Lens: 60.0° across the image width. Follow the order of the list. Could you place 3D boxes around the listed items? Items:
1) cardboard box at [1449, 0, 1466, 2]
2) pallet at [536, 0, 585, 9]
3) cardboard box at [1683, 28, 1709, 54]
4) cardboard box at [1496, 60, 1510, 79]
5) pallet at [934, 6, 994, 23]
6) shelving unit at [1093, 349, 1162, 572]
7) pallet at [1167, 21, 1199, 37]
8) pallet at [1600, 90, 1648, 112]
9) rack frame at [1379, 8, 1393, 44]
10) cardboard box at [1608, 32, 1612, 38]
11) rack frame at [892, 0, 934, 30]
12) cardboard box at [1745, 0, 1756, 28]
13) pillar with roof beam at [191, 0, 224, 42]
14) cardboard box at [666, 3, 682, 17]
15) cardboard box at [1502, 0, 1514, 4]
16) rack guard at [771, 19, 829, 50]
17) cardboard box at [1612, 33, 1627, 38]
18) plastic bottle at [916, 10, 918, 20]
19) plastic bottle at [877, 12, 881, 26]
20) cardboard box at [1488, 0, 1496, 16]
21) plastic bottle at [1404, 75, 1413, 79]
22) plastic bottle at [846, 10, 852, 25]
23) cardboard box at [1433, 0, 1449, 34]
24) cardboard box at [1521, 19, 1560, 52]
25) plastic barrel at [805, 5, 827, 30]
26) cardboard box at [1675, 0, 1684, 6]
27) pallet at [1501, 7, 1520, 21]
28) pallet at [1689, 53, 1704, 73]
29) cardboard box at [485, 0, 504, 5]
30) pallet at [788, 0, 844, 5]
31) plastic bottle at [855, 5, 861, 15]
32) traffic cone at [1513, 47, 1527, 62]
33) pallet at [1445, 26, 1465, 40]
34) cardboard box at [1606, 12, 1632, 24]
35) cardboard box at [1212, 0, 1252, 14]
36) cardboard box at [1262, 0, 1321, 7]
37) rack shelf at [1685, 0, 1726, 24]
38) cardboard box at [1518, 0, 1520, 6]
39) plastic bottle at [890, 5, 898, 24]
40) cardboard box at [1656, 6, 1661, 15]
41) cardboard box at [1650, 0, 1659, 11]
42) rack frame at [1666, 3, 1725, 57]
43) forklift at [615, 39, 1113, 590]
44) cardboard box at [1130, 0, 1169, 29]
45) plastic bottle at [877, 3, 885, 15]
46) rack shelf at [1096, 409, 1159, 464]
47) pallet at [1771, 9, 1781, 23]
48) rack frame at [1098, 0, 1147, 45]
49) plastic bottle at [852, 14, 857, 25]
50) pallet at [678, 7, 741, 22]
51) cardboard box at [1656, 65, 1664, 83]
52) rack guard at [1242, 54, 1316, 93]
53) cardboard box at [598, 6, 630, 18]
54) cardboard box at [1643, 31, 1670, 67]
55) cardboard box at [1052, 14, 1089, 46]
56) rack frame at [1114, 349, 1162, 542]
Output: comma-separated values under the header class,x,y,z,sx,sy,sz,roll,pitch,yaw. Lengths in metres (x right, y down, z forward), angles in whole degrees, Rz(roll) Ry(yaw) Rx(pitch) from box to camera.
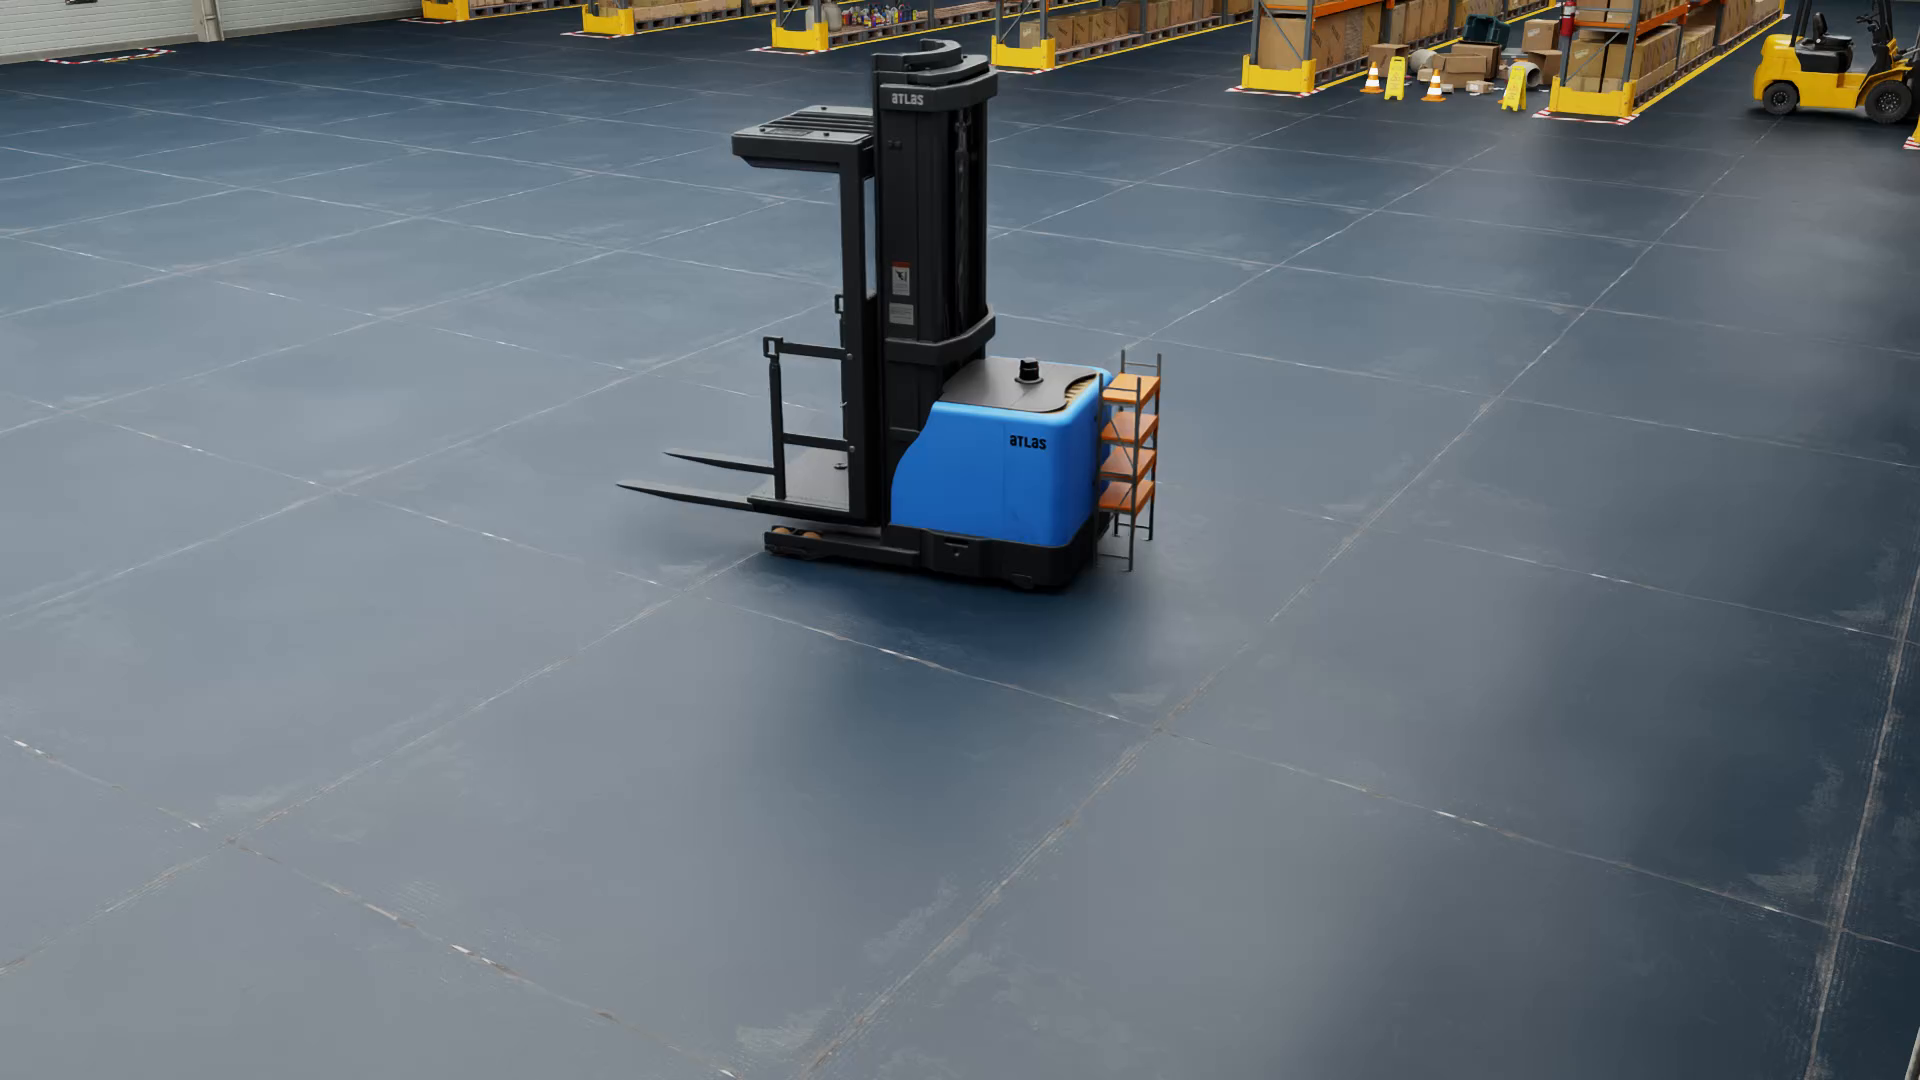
class,x,y,z,sx,sy,sz,roll,pitch,yaw
cardboard box,10.044,-11.110,33.812,0.500,0.250,0.500,13,26,27
pallet,-9.745,-12.862,39.696,1.003,0.211,1.213,14,27,29
cardboard box,13.044,-9.083,30.234,0.950,0.372,0.625,13,27,28
cardboard box,9.370,-8.105,28.639,0.258,0.266,0.396,-3,24,-7
pallet,0.020,-11.707,37.027,1.003,0.211,1.213,14,27,29
shelving unit,0.986,-0.469,9.823,0.258,1.200,0.503,8,25,18
pallet,4.256,-10.659,34.606,1.003,0.211,1.213,14,27,29
pallet,10.012,-6.848,25.803,1.003,0.211,1.213,14,27,29
rack frame,7.364,-10.188,30.009,1.000,3.000,0.127,14,27,29
cardboard box,9.986,-7.955,26.022,0.380,0.149,0.250,14,27,30
rack frame,-1.004,-12.300,34.887,1.000,3.000,0.127,14,27,29
cardboard box,15.584,-10.877,33.745,0.875,0.875,0.875,15,27,31
pillar with roof beam,-11.404,-13.269,29.575,9.100,9.000,0.400,14,27,29
cardboard box,-6.324,-11.393,35.723,0.500,0.250,0.500,14,27,29
cardboard box,12.047,-11.965,36.798,0.380,0.149,0.250,15,28,31
rack guard,-3.114,-9.838,32.347,1.175,0.500,0.348,14,27,29
cardboard box,10.259,-7.781,26.436,0.500,0.500,0.500,13,27,28
plastic bottle,-0.931,-11.030,34.921,0.097,0.201,0.097,0,23,0
plastic bottle,-1.659,-10.596,33.831,0.097,0.271,0.097,0,23,0
cardboard box,11.137,-11.458,35.561,0.500,0.500,0.500,13,27,28
plastic bottle,7.624,-7.934,28.500,0.283,0.061,0.133,5,24,11
plastic bottle,-2.271,-10.674,33.996,0.061,0.283,0.133,14,27,29
cardboard box,9.077,-10.512,33.060,1.050,0.750,0.750,13,27,28
cardboard box,10.095,-8.748,28.876,0.500,0.500,0.500,14,27,29
plastic barrel,-2.832,-10.239,32.729,0.421,0.512,0.421,0,23,0
cardboard box,11.587,-8.812,27.146,0.380,0.149,0.250,15,27,30
pallet,11.908,-11.843,37.341,1.003,0.211,1.213,14,27,29
pallet,12.675,-8.582,29.808,1.003,0.211,1.213,14,27,29
cardboard box,-10.788,-12.401,37.951,0.500,0.311,0.500,16,28,33
pallet,-3.568,-13.140,40.337,1.003,0.211,1.213,14,27,29
plastic bottle,-2.106,-10.893,34.418,0.144,0.351,0.185,14,27,29
traffic cone,10.391,-9.040,30.550,0.336,0.463,0.334,14,27,29
pallet,9.888,-10.522,34.290,1.003,0.211,1.213,14,27,29
cardboard box,9.868,-7.791,24.788,0.380,0.149,0.250,14,27,29
cardboard box,5.696,-12.058,36.474,1.225,0.875,0.875,12,26,27
cardboard box,5.412,-9.042,27.172,0.875,0.550,0.550,14,27,29
rack shelf,12.678,-9.530,29.394,1.077,0.370,4.000,14,27,29
cardboard box,12.480,-12.207,37.733,0.380,0.149,0.250,13,26,27
plastic bottle,-1.370,-10.835,34.282,0.144,0.351,0.185,14,27,29
cardboard box,10.732,-8.307,25.979,0.380,0.149,0.250,13,27,28
cardboard box,10.269,-8.295,25.135,0.500,0.500,0.500,15,27,31
rack frame,13.733,-10.535,30.810,1.000,3.000,0.127,14,27,29
forklift,-0.647,-1.409,9.816,3.031,2.935,1.130,8,25,19
cardboard box,3.814,-10.676,33.729,0.700,0.500,0.500,14,27,29
plastic bottle,-1.660,-11.070,34.827,0.144,0.351,0.185,14,27,29
rack shelf,0.986,-0.613,9.761,0.258,0.148,0.480,8,25,18
pallet,17.598,-11.669,36.940,1.003,0.211,1.213,14,27,29
rack frame,3.204,-11.262,32.489,1.000,3.000,0.127,14,27,29
plastic bottle,-2.172,-10.686,34.126,0.097,0.201,0.097,0,23,0
pallet,-5.665,-11.800,37.242,1.003,0.211,1.213,14,27,29
cardboard box,10.995,-7.508,26.749,0.500,0.250,0.500,14,27,30
rack guard,5.242,-7.683,27.368,1.175,0.500,0.348,14,27,29
cardboard box,-7.288,-11.163,35.193,0.500,0.250,0.500,14,27,29
cardboard box,11.004,-7.860,26.619,0.500,0.500,0.500,15,28,32
cardboard box,2.070,-9.581,31.224,0.500,0.500,0.500,17,29,34
rack frame,1.069,-0.560,10.034,0.240,1.200,0.015,8,25,18
